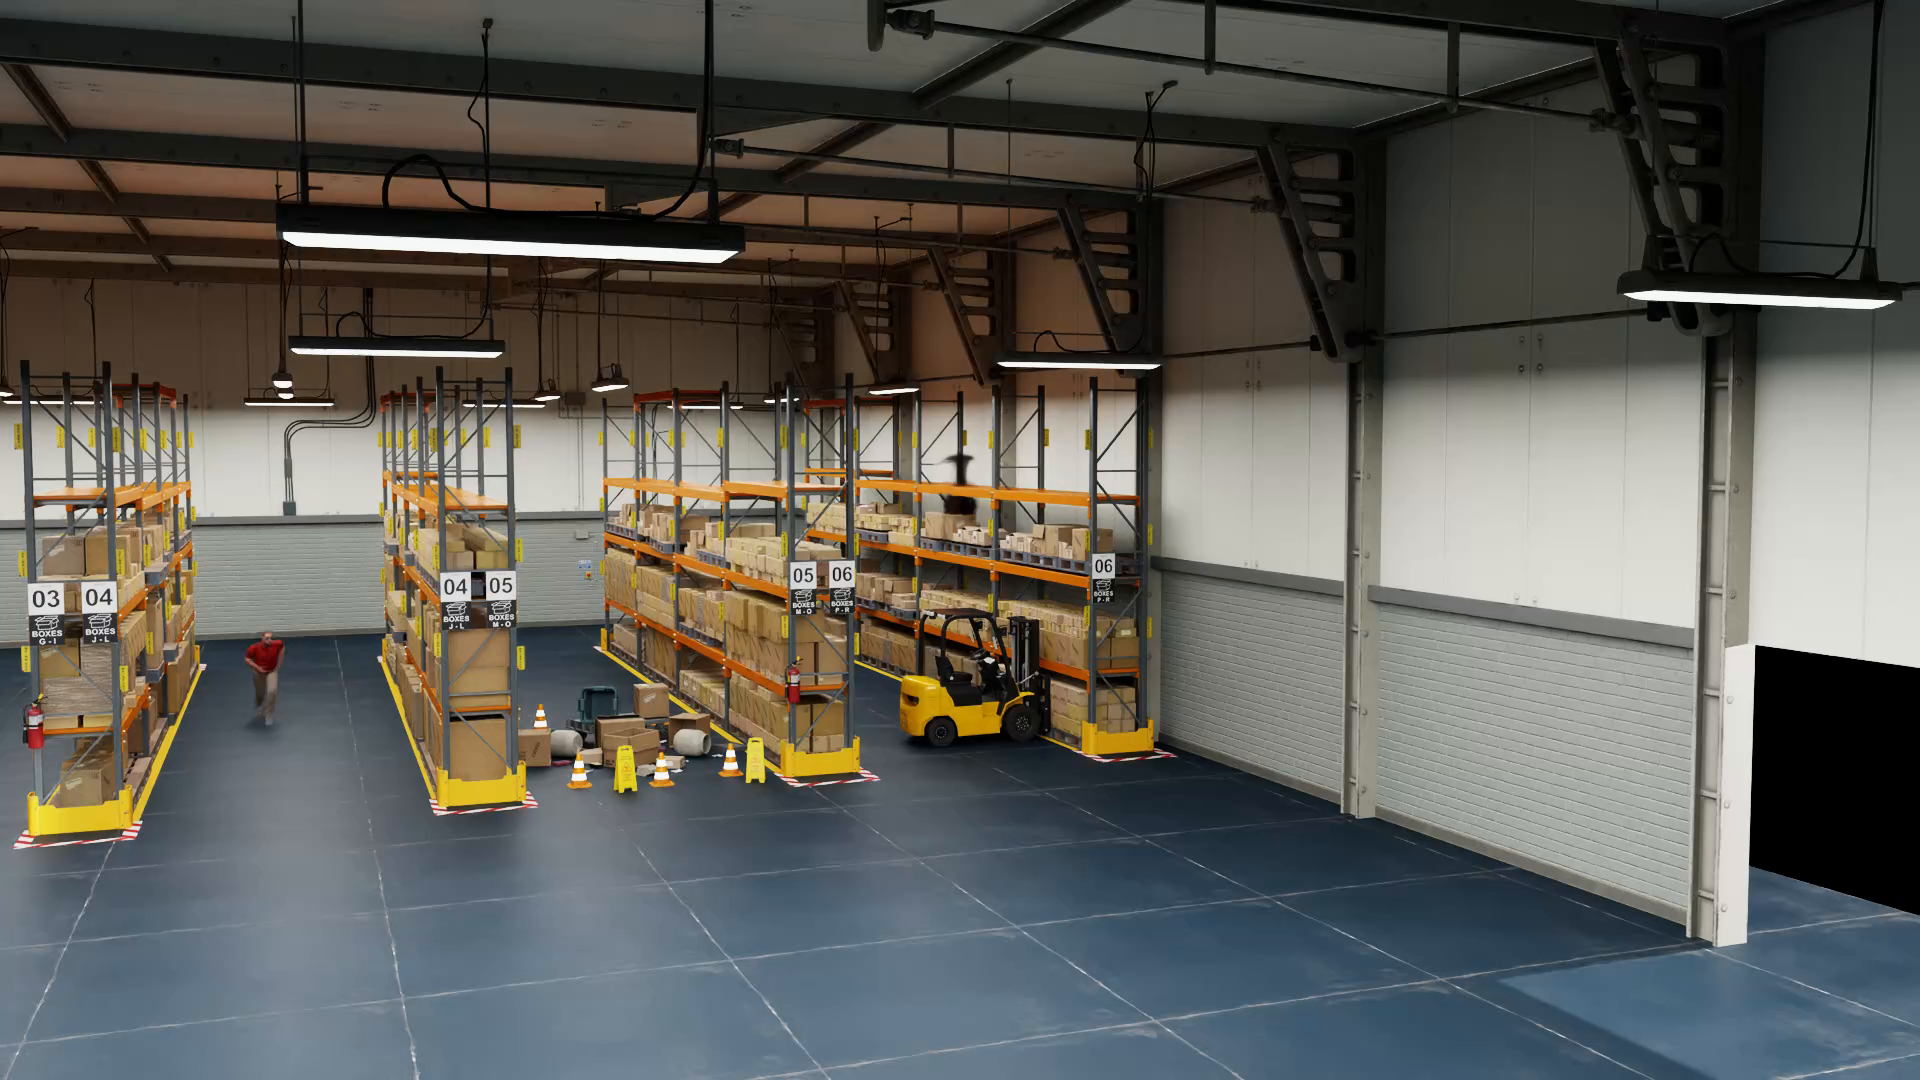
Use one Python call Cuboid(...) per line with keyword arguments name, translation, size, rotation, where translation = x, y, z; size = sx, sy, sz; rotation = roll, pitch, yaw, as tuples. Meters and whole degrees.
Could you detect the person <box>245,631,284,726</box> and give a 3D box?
Cuboid(name="person", translation=(-12.374, 2.427, 29.549), size=(0.694, 1.695, 1.023), rotation=(-2, 4, -35))
